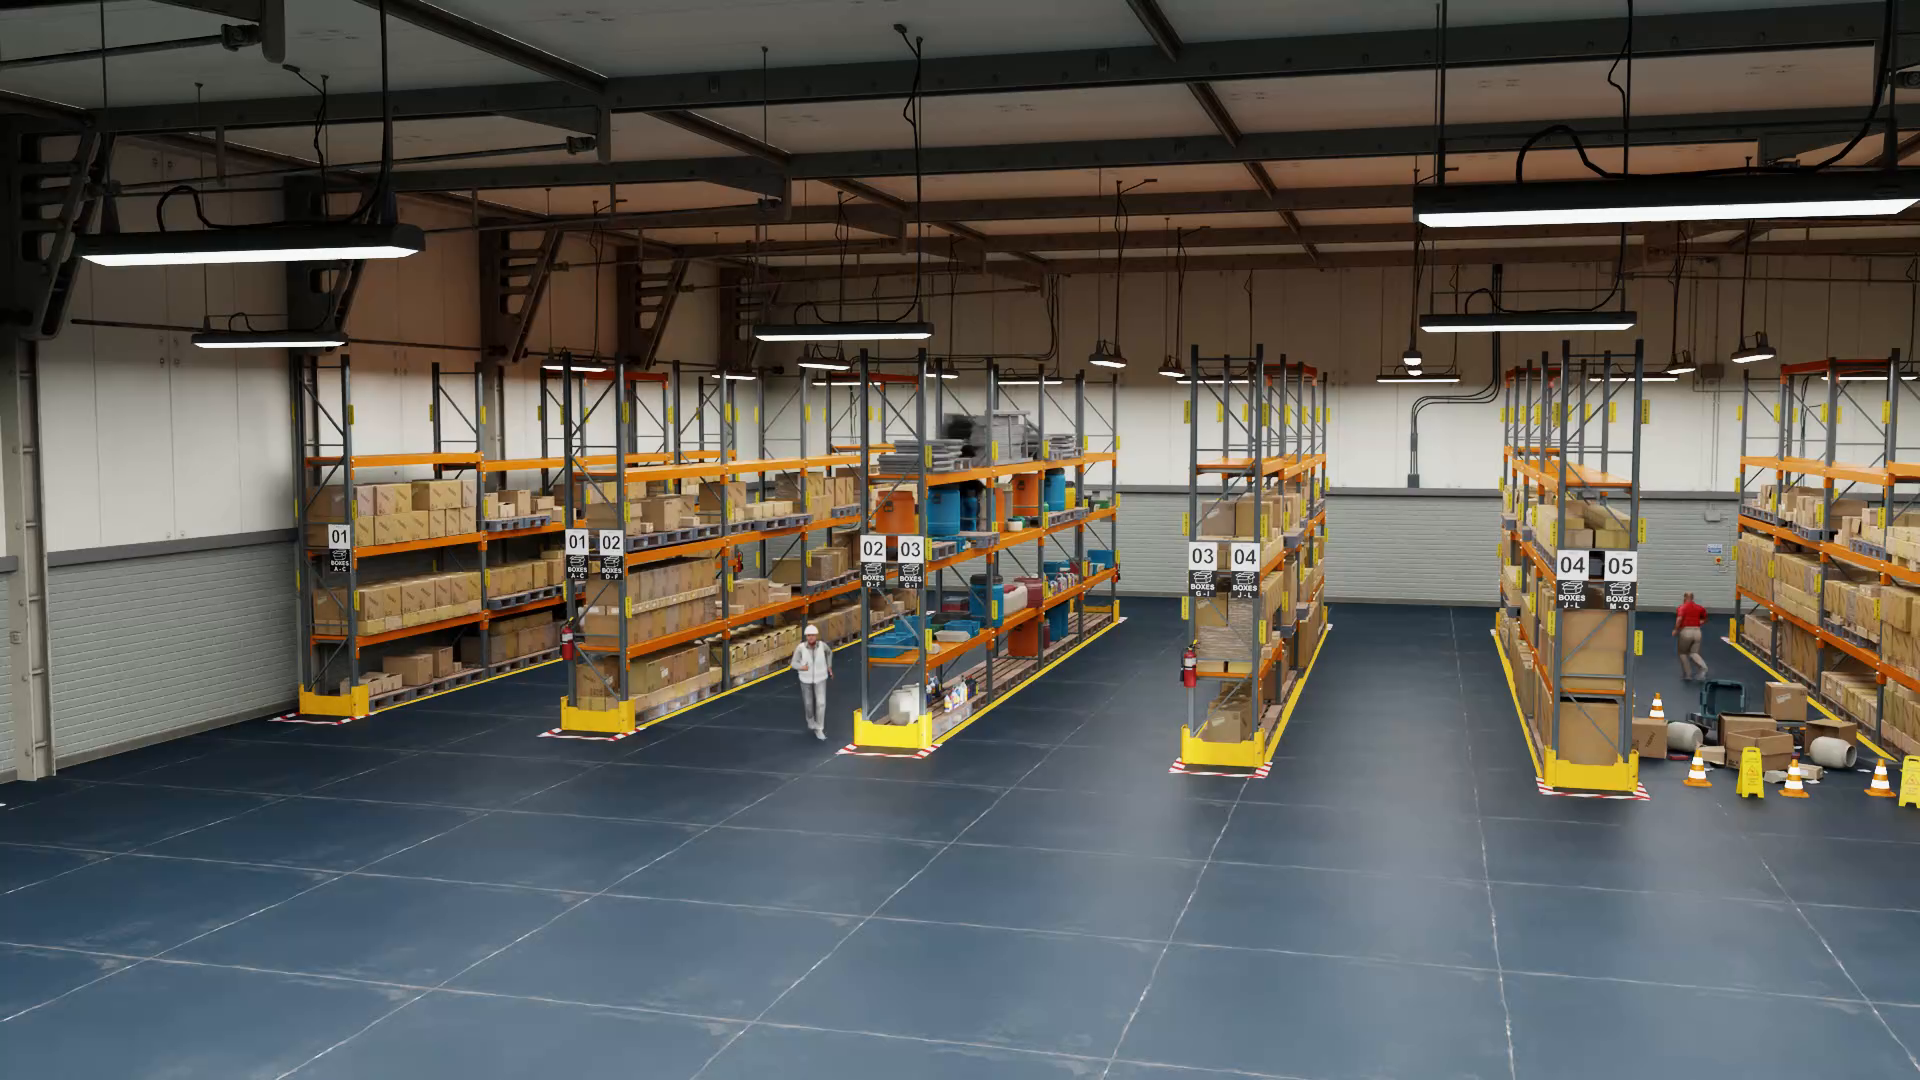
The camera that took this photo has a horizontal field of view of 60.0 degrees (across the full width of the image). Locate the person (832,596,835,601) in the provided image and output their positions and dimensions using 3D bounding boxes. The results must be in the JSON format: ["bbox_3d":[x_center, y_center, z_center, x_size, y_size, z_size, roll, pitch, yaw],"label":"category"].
[{"bbox_3d":[-3.331,1.167,41.140,0.583,1.503,0.840,0,4,2],"label":"person"}]

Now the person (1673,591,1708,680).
[{"bbox_3d":[13.838,1.821,31.450,0.660,1.677,0.722,0,4,-3],"label":"person"}]

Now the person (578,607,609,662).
[{"bbox_3d":[-6.688,1.888,30.769,0.760,1.738,1.037,0,4,2],"label":"person"}]

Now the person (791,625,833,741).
[{"bbox_3d":[-2.304,2.186,25.934,0.655,1.763,0.958,0,4,-5],"label":"person"}]
